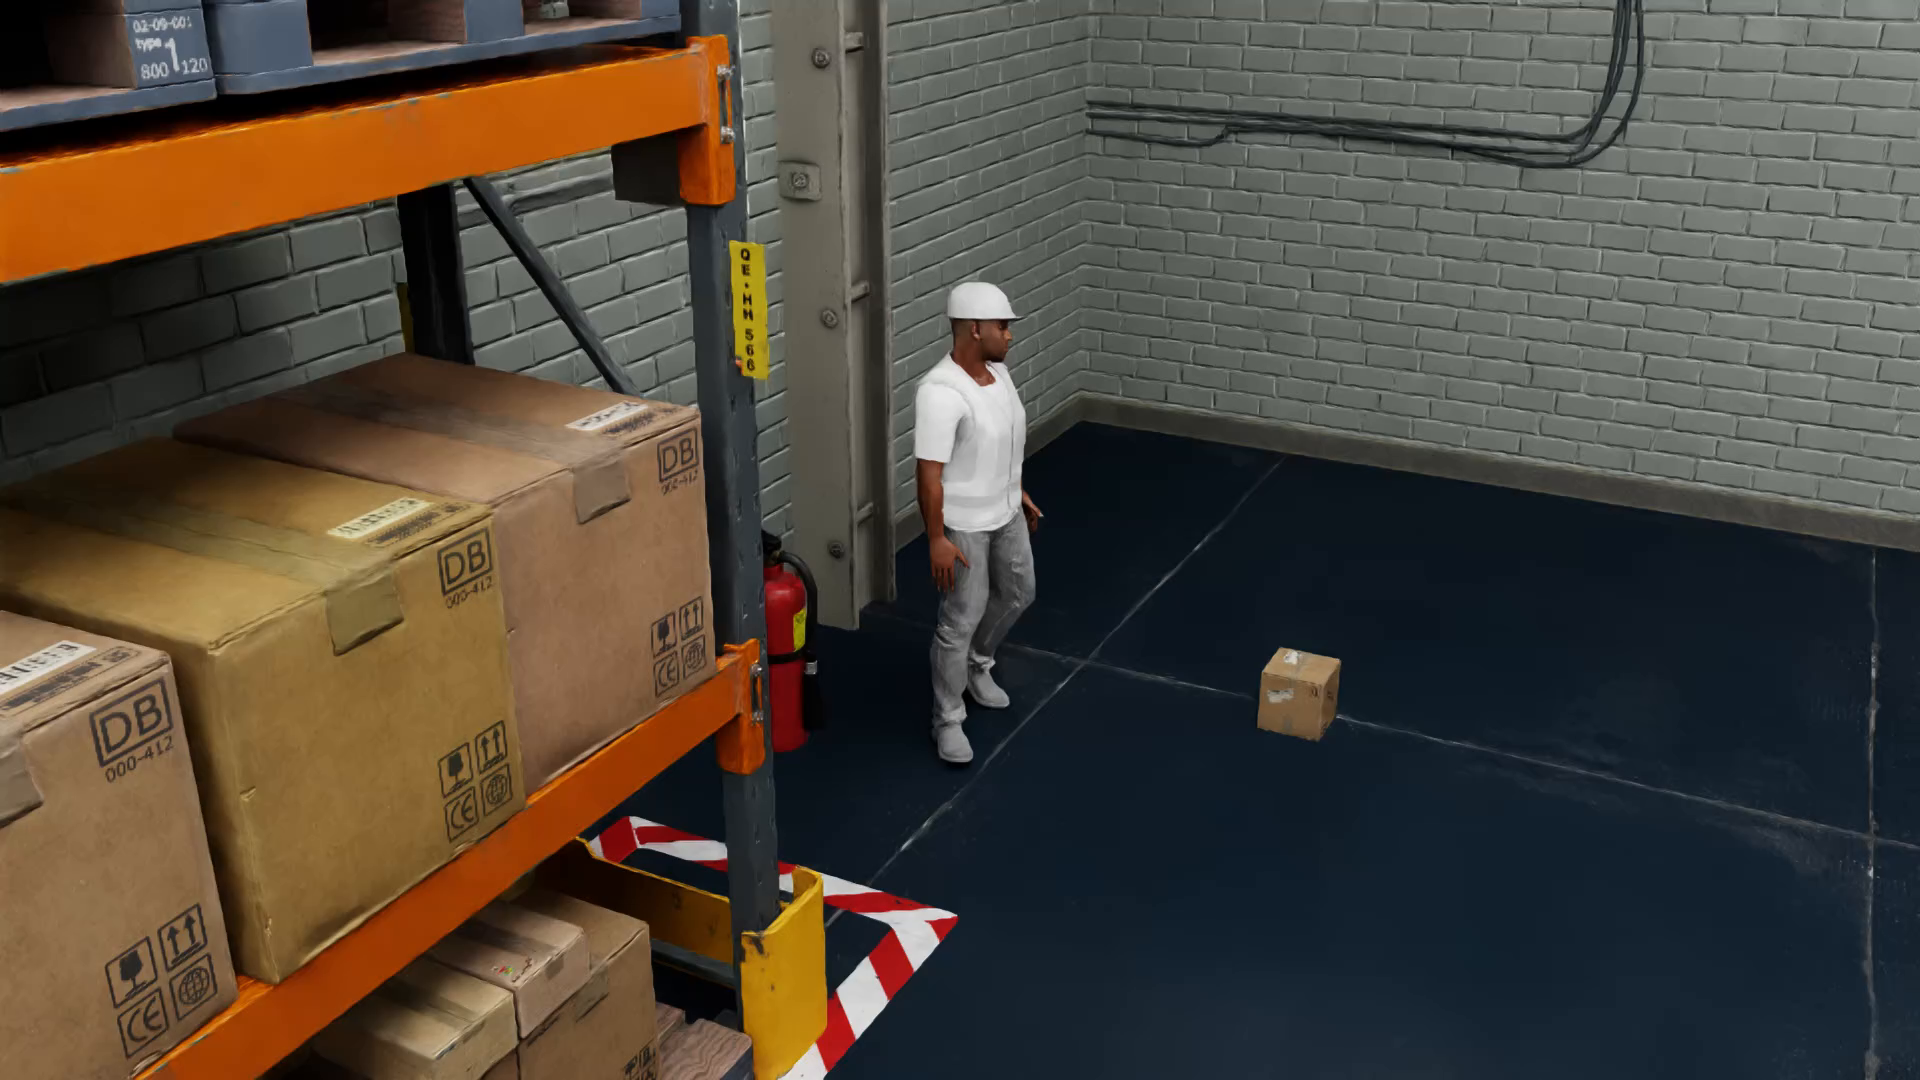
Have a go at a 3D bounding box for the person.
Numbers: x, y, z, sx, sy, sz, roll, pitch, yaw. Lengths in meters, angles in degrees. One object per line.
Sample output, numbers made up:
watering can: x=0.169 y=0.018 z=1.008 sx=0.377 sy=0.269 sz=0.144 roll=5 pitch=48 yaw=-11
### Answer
person: x=0.045 y=-0.414 z=6.081 sx=0.337 sy=1.059 sz=0.665 roll=12 pitch=25 yaw=27
